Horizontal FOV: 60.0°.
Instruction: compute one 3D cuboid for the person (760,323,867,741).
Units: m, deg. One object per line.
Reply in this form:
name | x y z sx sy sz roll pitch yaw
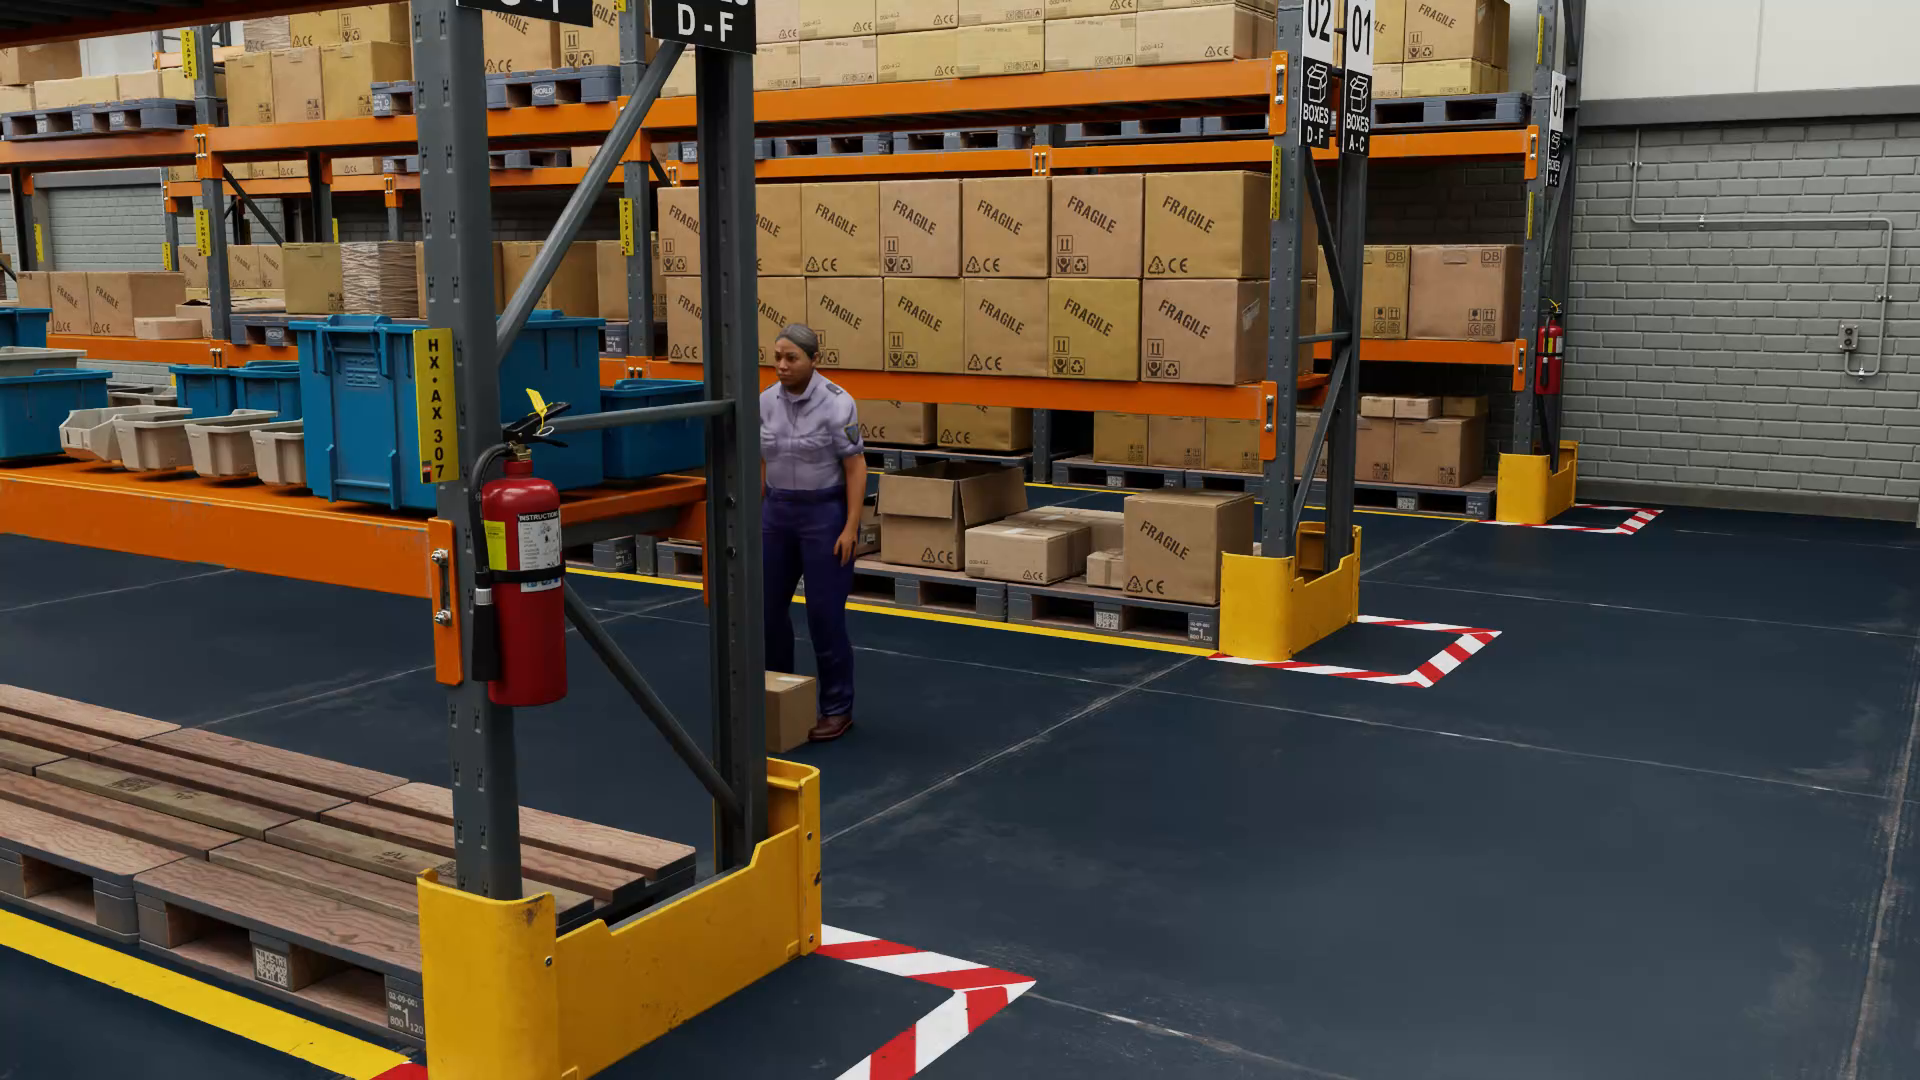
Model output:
person | -0.632 -0.039 6.687 0.546 1.636 0.368 5 11 29
